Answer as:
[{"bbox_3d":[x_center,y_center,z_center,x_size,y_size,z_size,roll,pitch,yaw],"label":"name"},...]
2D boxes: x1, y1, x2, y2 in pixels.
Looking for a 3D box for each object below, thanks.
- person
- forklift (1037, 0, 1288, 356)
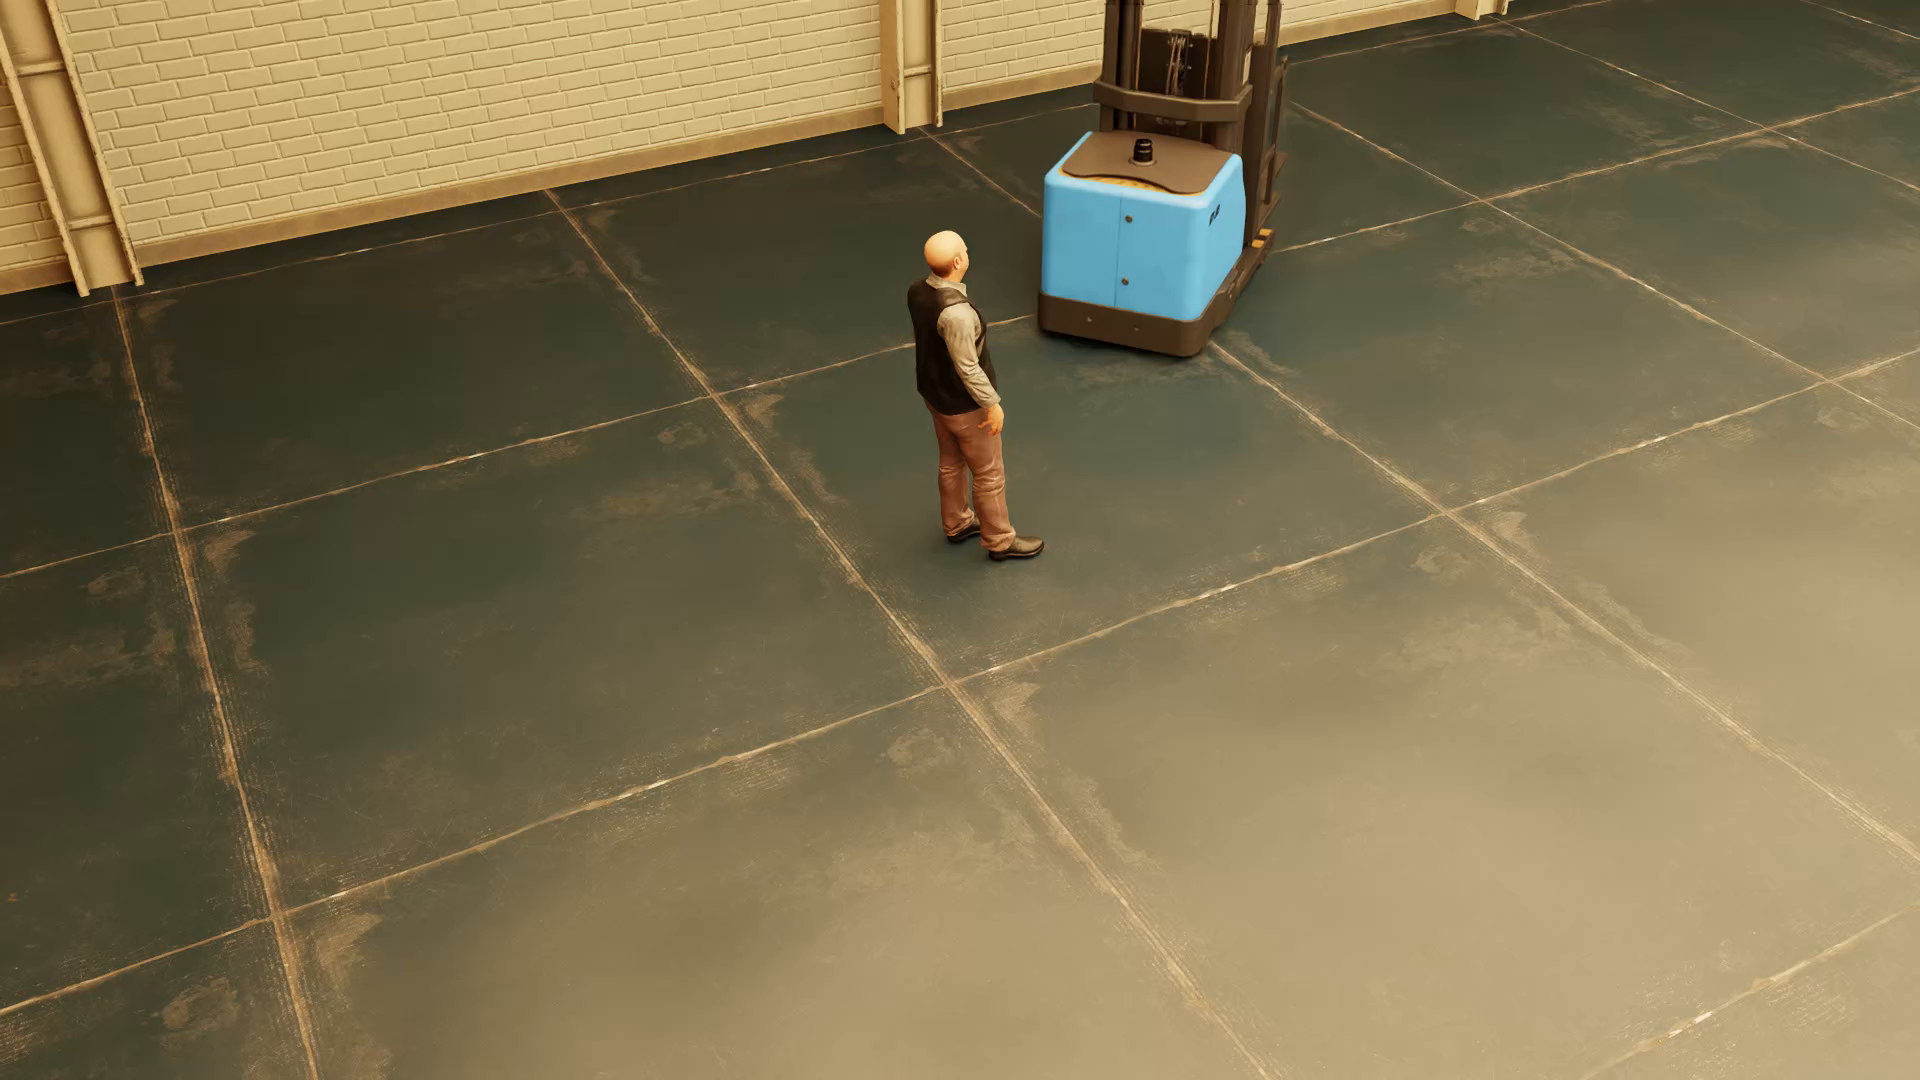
[{"bbox_3d":[0.058,-0.722,8.180,0.568,1.721,0.633,-17,39,-23],"label":"person"},{"bbox_3d":[1.529,-3.157,10.590,1.130,2.935,3.031,14,38,19],"label":"forklift"}]
